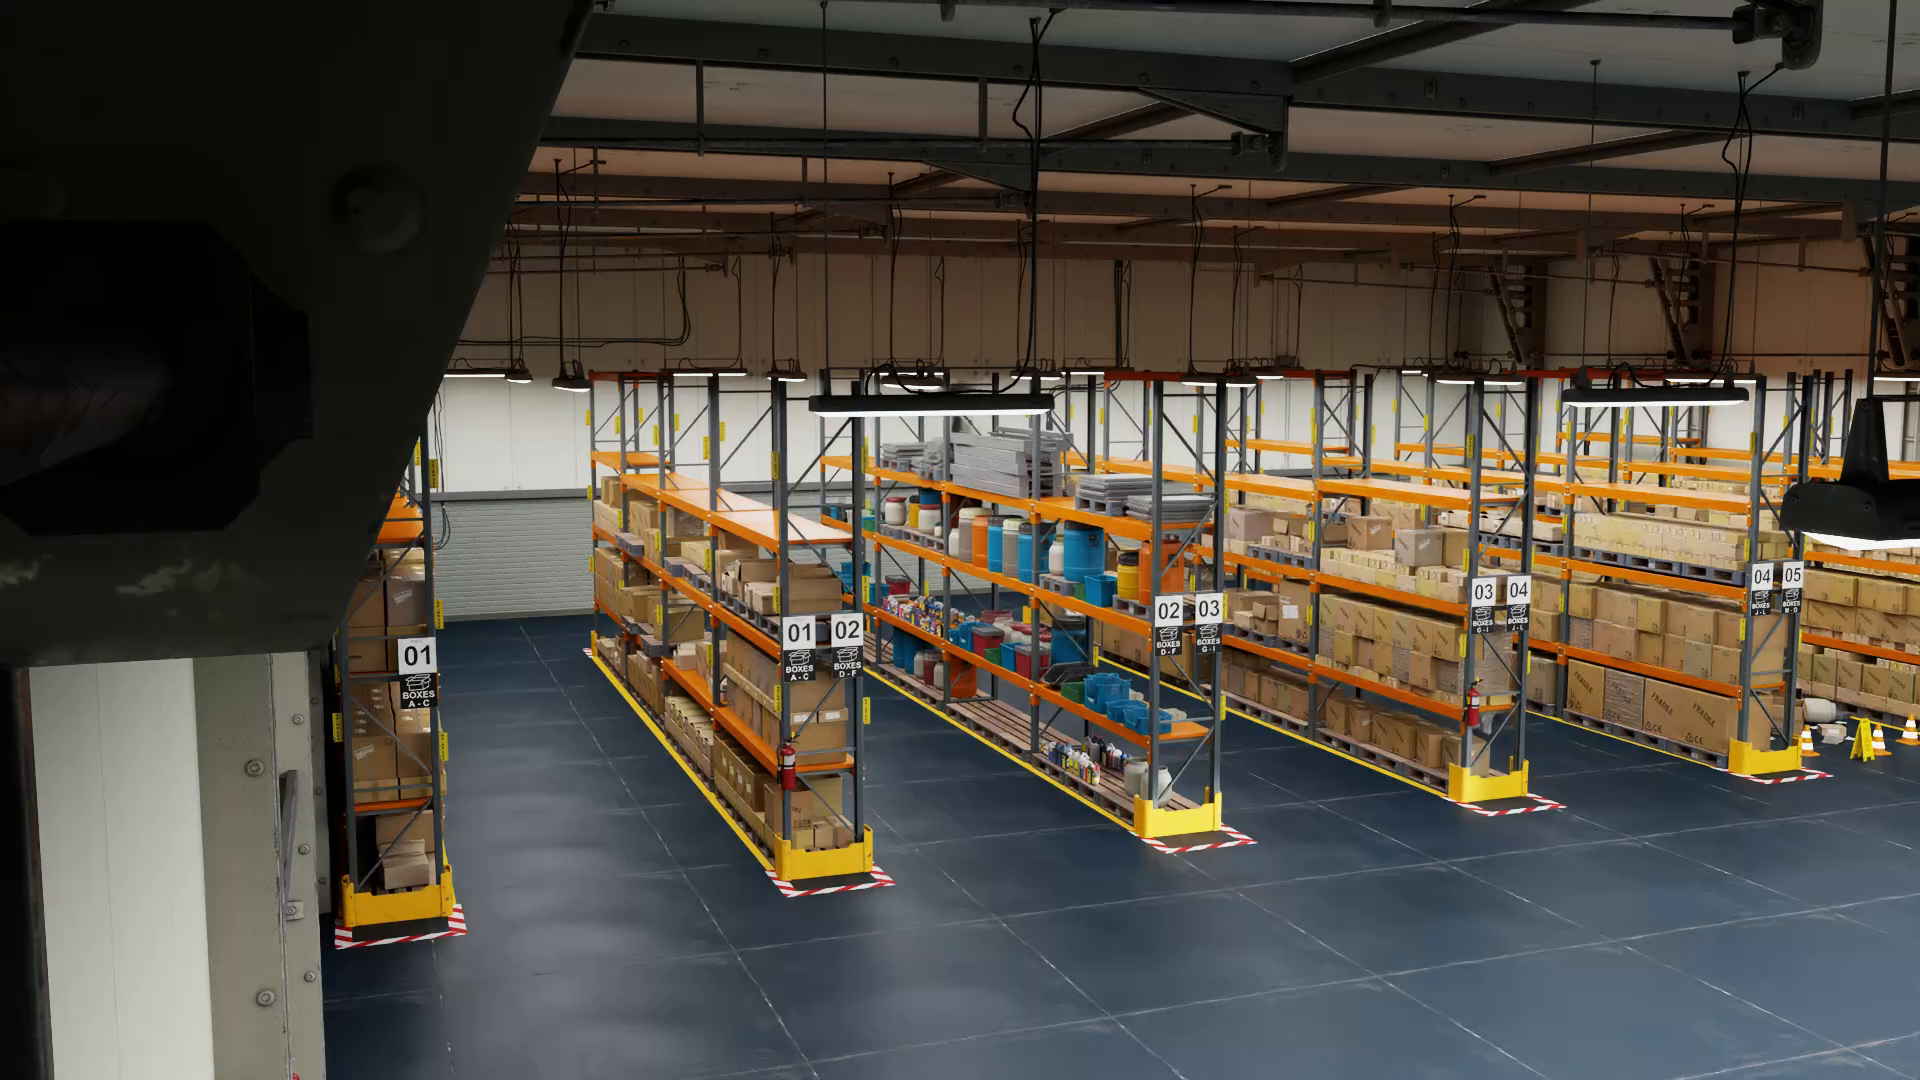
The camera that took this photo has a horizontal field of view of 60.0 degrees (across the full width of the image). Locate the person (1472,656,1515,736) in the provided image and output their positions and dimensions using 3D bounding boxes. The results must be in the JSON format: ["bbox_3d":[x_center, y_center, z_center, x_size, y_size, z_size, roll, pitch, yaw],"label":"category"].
[{"bbox_3d":[8.789,2.370,27.752,0.691,1.737,0.989,-4,8,-33],"label":"person"}]

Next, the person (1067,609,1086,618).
[{"bbox_3d":[2.322,1.498,33.282,0.709,1.754,0.824,-3,7,-28],"label":"person"}]

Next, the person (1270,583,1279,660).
[{"bbox_3d":[6.555,1.701,34.456,0.600,1.596,0.538,-2,7,-21],"label":"person"}]
